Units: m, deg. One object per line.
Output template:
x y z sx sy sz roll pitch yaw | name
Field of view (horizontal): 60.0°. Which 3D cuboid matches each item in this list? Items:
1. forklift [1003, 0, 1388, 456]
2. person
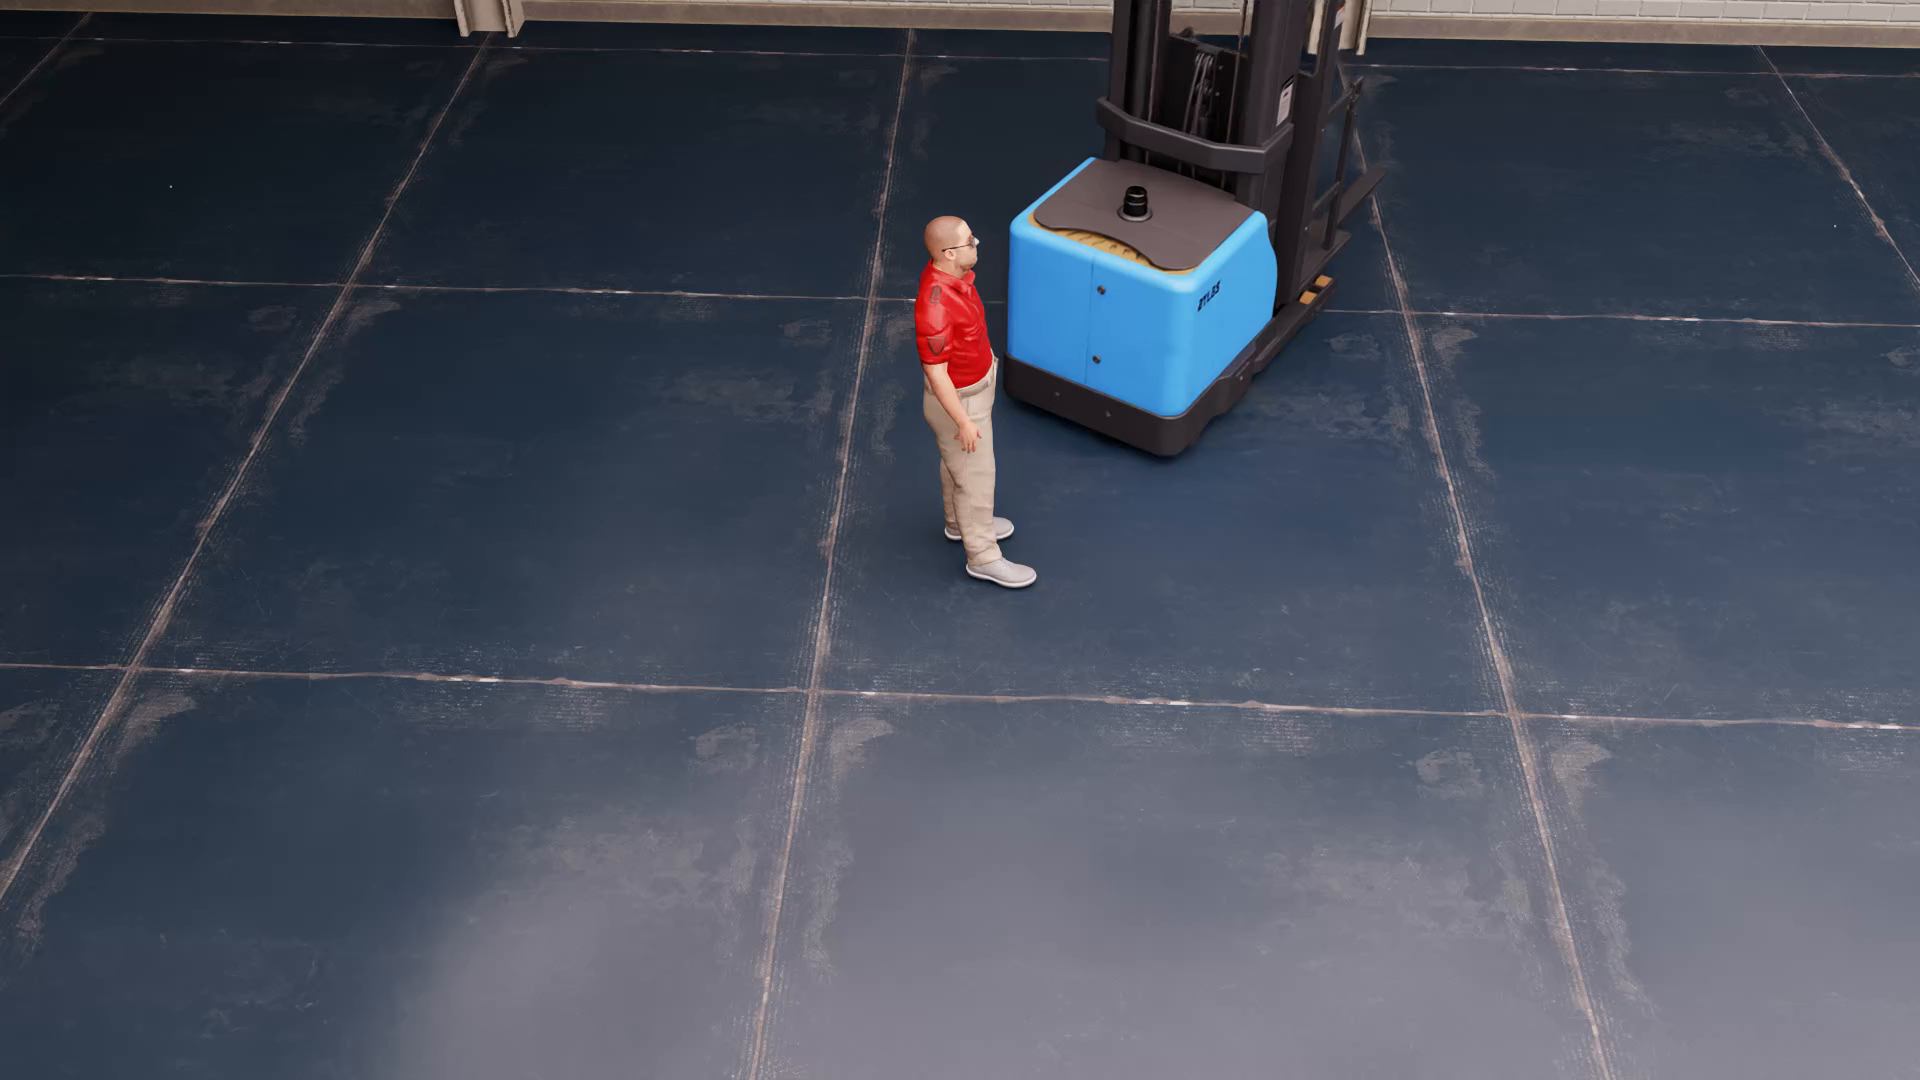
1.467 -2.460 8.437 1.130 2.935 3.031 25 48 24 | forklift
0.089 -0.634 7.316 0.550 1.728 0.641 2 42 2 | person
